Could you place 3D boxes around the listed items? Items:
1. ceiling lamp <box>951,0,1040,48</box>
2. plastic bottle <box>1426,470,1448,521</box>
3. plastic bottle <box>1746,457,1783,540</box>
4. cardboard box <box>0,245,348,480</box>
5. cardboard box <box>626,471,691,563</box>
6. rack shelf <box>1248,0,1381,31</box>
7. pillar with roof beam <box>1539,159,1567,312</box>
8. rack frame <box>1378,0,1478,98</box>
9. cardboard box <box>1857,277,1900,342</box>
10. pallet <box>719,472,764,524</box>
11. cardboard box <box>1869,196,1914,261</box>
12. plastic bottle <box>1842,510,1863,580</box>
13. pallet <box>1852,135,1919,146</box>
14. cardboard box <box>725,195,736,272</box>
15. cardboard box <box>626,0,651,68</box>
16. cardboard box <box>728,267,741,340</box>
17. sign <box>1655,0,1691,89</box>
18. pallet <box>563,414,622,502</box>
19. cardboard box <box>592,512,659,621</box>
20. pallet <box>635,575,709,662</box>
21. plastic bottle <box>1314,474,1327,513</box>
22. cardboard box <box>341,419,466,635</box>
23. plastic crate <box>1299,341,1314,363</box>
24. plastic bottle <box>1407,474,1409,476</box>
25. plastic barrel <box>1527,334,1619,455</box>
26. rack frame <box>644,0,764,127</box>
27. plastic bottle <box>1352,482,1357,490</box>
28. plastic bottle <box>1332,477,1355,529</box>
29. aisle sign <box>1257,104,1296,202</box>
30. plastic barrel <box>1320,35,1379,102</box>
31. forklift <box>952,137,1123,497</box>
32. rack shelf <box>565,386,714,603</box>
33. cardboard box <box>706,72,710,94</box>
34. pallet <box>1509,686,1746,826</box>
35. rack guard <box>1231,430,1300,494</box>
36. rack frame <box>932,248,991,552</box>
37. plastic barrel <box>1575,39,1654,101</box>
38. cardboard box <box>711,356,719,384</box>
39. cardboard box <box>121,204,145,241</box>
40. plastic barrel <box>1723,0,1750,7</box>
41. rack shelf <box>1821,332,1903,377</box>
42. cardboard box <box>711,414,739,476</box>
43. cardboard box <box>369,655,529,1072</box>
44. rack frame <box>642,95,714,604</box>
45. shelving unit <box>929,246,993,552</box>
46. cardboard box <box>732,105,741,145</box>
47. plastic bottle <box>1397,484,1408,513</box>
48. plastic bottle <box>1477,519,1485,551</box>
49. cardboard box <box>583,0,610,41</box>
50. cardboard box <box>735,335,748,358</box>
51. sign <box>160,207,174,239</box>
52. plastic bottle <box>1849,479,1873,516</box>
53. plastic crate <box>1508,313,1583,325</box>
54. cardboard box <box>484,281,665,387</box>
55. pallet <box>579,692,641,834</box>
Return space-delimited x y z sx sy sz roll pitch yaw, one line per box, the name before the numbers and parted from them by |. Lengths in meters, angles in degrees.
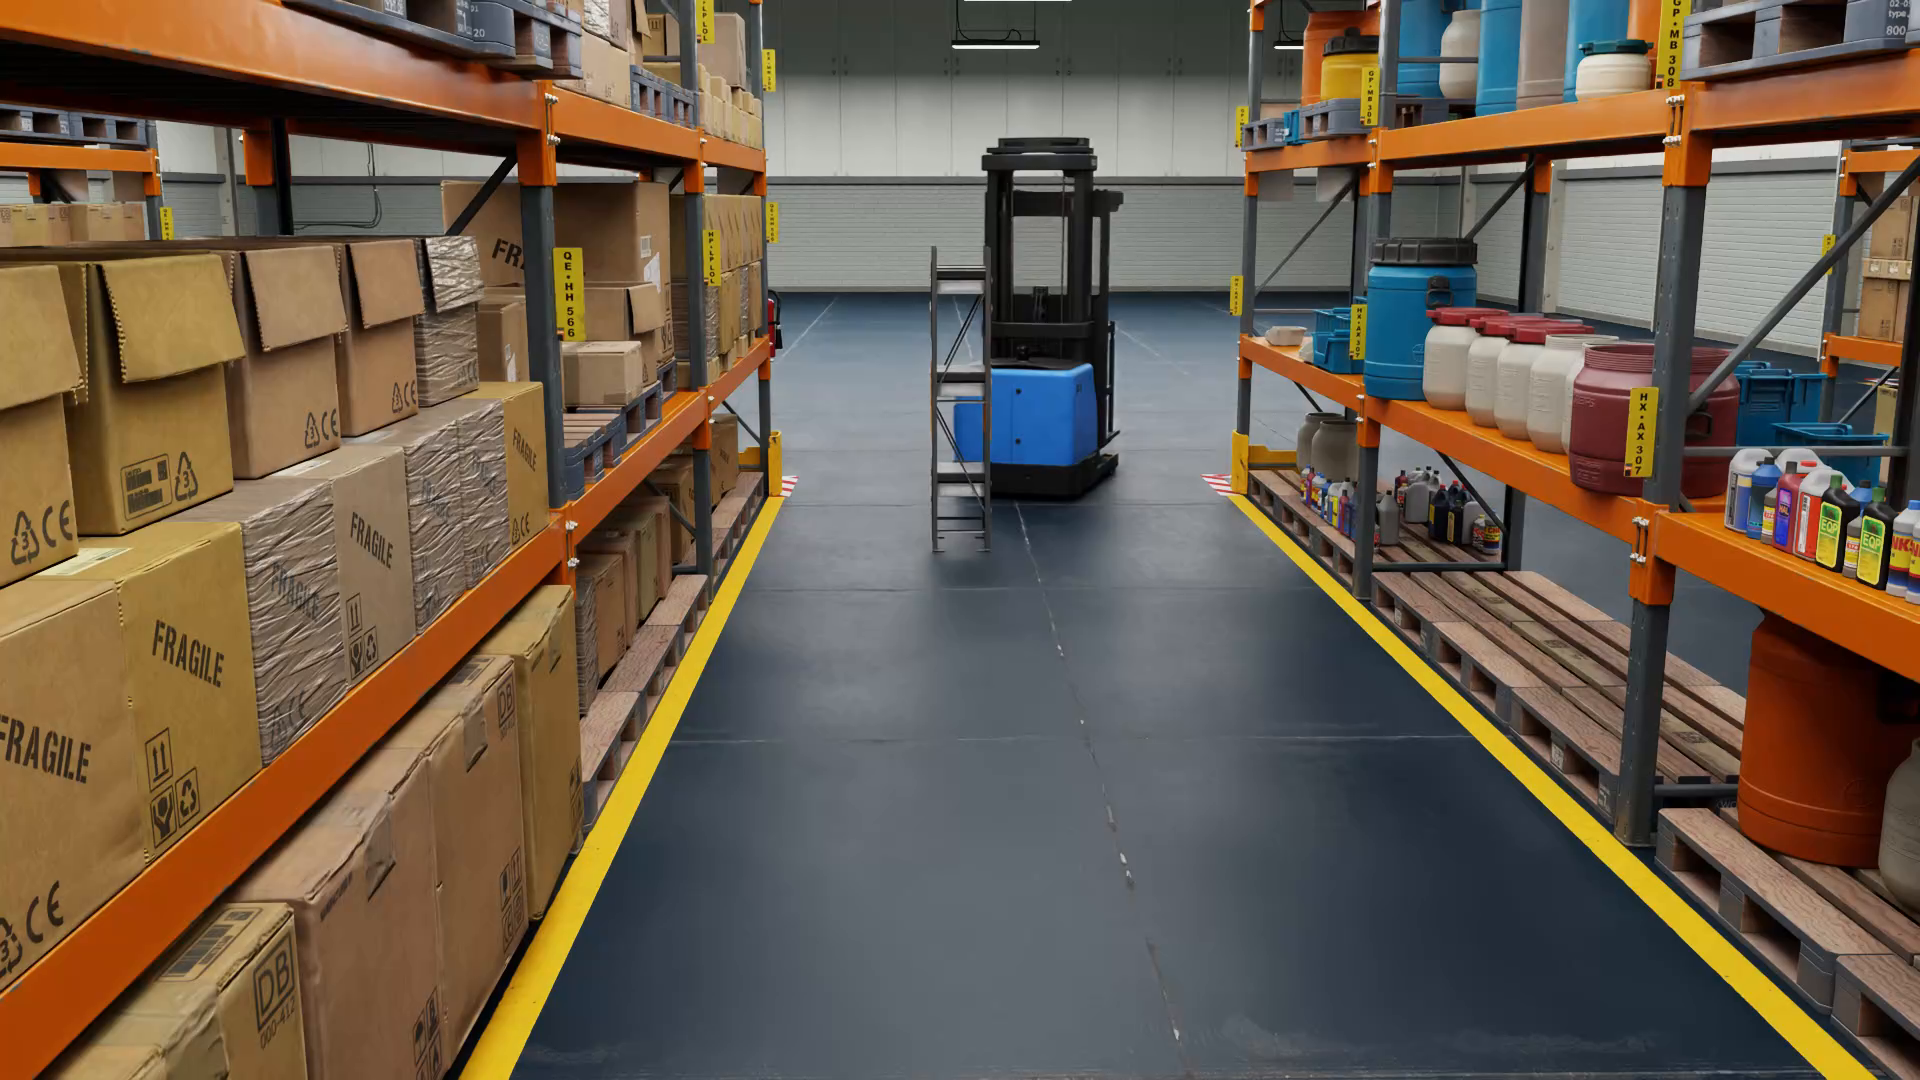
ceiling lamp | 0.802 -12.755 37.618 2.000 3.185 0.800 0 11 -1
plastic bottle | 3.324 -0.311 11.604 0.144 0.351 0.185 0 11 -2
plastic bottle | 2.682 -0.141 5.533 0.097 0.271 0.097 0 11 0
cardboard box | -1.901 -0.426 3.842 0.797 0.503 0.637 0 11 1
cardboard box | -1.982 -0.150 10.483 0.500 0.500 0.500 -1 11 -3
rack shelf | 2.897 -3.899 11.458 1.077 0.370 4.000 0 11 -1
pillar with roof beam | 8.840 -9.503 36.268 9.100 9.000 0.548 0 11 -1
rack frame | 2.938 -4.050 9.388 1.000 3.000 0.127 0 11 -1
cardboard box | 7.805 -1.880 13.532 0.700 0.500 0.500 0 11 -1
pallet | -2.113 -0.341 13.209 1.003 0.211 1.213 0 11 -1
cardboard box | 7.806 -2.506 13.351 0.700 0.500 0.500 0 11 -1
plastic bottle | 2.694 0.012 4.956 0.097 0.201 0.097 0 11 0
pallet | 7.796 -3.210 13.017 1.003 0.211 1.213 0 11 -1
cardboard box | -1.791 -2.063 11.171 0.500 0.500 0.500 0 11 -1
cardboard box | -2.103 -2.722 9.071 0.797 0.503 0.637 -1 11 -4
cardboard box | -2.017 -1.672 11.756 0.875 0.500 0.500 0 11 -1
sign | 2.471 -1.730 5.759 0.100 0.325 0.005 0 11 -1
pallet | -2.052 -0.341 6.680 1.213 0.211 1.003 0 11 -1
cardboard box | -2.032 0.137 9.019 0.700 0.500 0.500 0 11 -2
pallet | -1.996 0.432 9.398 1.003 0.211 1.213 0 11 -1
plastic bottle | 2.590 -0.333 11.914 0.097 0.271 0.097 0 11 0
cardboard box | -1.655 -0.044 4.479 0.500 0.500 0.500 -1 11 -3
plastic crate | 2.651 -1.302 11.596 0.530 0.136 0.437 0 11 -1
plastic bottle | 3.332 -0.386 12.347 0.097 0.201 0.097 0 11 0
plastic barrel | 2.777 -0.657 7.470 0.421 0.512 0.421 0 11 0
rack frame | -2.096 -4.824 13.207 1.000 3.000 0.127 0 11 -1
plastic bottle | 2.733 -0.256 11.502 0.061 0.283 0.133 0 11 -1
plastic bottle | 2.626 -0.256 11.333 0.144 0.351 0.185 0 11 -2
aisle sign | 2.561 -3.192 13.709 0.394 0.787 0.004 0 11 -1
plastic barrel | 3.006 -3.447 12.430 0.600 0.588 0.600 0 11 0
forklift | 0.818 -2.041 14.746 1.130 2.935 3.031 3 12 15
rack shelf | -1.973 -0.339 7.996 1.077 0.370 4.000 0 11 -1
cardboard box | -1.770 -2.854 10.412 0.380 0.149 0.250 0 11 -1
pallet | 3.044 0.898 7.102 1.003 0.211 1.213 0 11 -1
rack guard | 2.904 -0.665 14.078 1.175 0.500 0.348 0 11 -1
rack frame | 0.008 -0.948 11.449 0.400 2.100 0.015 0 11 -1
plastic barrel | 2.761 -1.969 7.022 0.301 0.262 0.301 0 11 0
cardboard box | -1.710 -1.060 10.371 0.380 0.149 0.250 0 11 -1
cardboard box | -7.089 -2.413 13.315 0.875 0.550 0.550 0 11 -1
plastic barrel | 3.221 -2.194 6.526 0.600 0.901 0.600 0 11 0
rack shelf | 7.849 -1.174 12.112 1.077 0.370 4.000 0 11 -1
cardboard box | -2.100 -0.741 13.398 0.500 0.500 0.500 2 12 9
cardboard box | -1.927 0.856 4.584 1.225 0.875 0.875 0 11 -1
rack frame | -2.014 -1.089 9.884 1.000 3.000 0.127 0 11 -1
shelving unit | 0.003 -0.996 11.688 0.431 2.100 0.503 0 11 -1
cardboard box | -1.802 -2.885 11.568 0.500 0.250 0.500 0 11 -2
plastic bottle | 3.188 -0.304 11.943 0.097 0.201 0.097 0 11 0
plastic bottle | 3.368 -0.039 10.639 0.097 0.201 0.097 0 11 0
cardboard box | -1.691 -2.253 6.569 0.500 0.500 0.500 0 11 -1
cardboard box | -1.748 -1.408 12.085 0.380 0.149 0.250 0 11 -1
sign | -6.515 -2.567 13.660 0.100 0.325 0.005 0 11 -1
plastic bottle | 2.752 -0.049 5.081 0.097 0.271 0.097 0 11 0
plastic crate | 3.254 -1.046 9.509 0.402 0.464 0.583 0 11 -1
cardboard box | -1.886 -1.001 8.135 0.797 0.503 0.637 1 12 5
pallet | -1.946 0.917 7.007 1.003 0.211 1.213 0 11 -1
